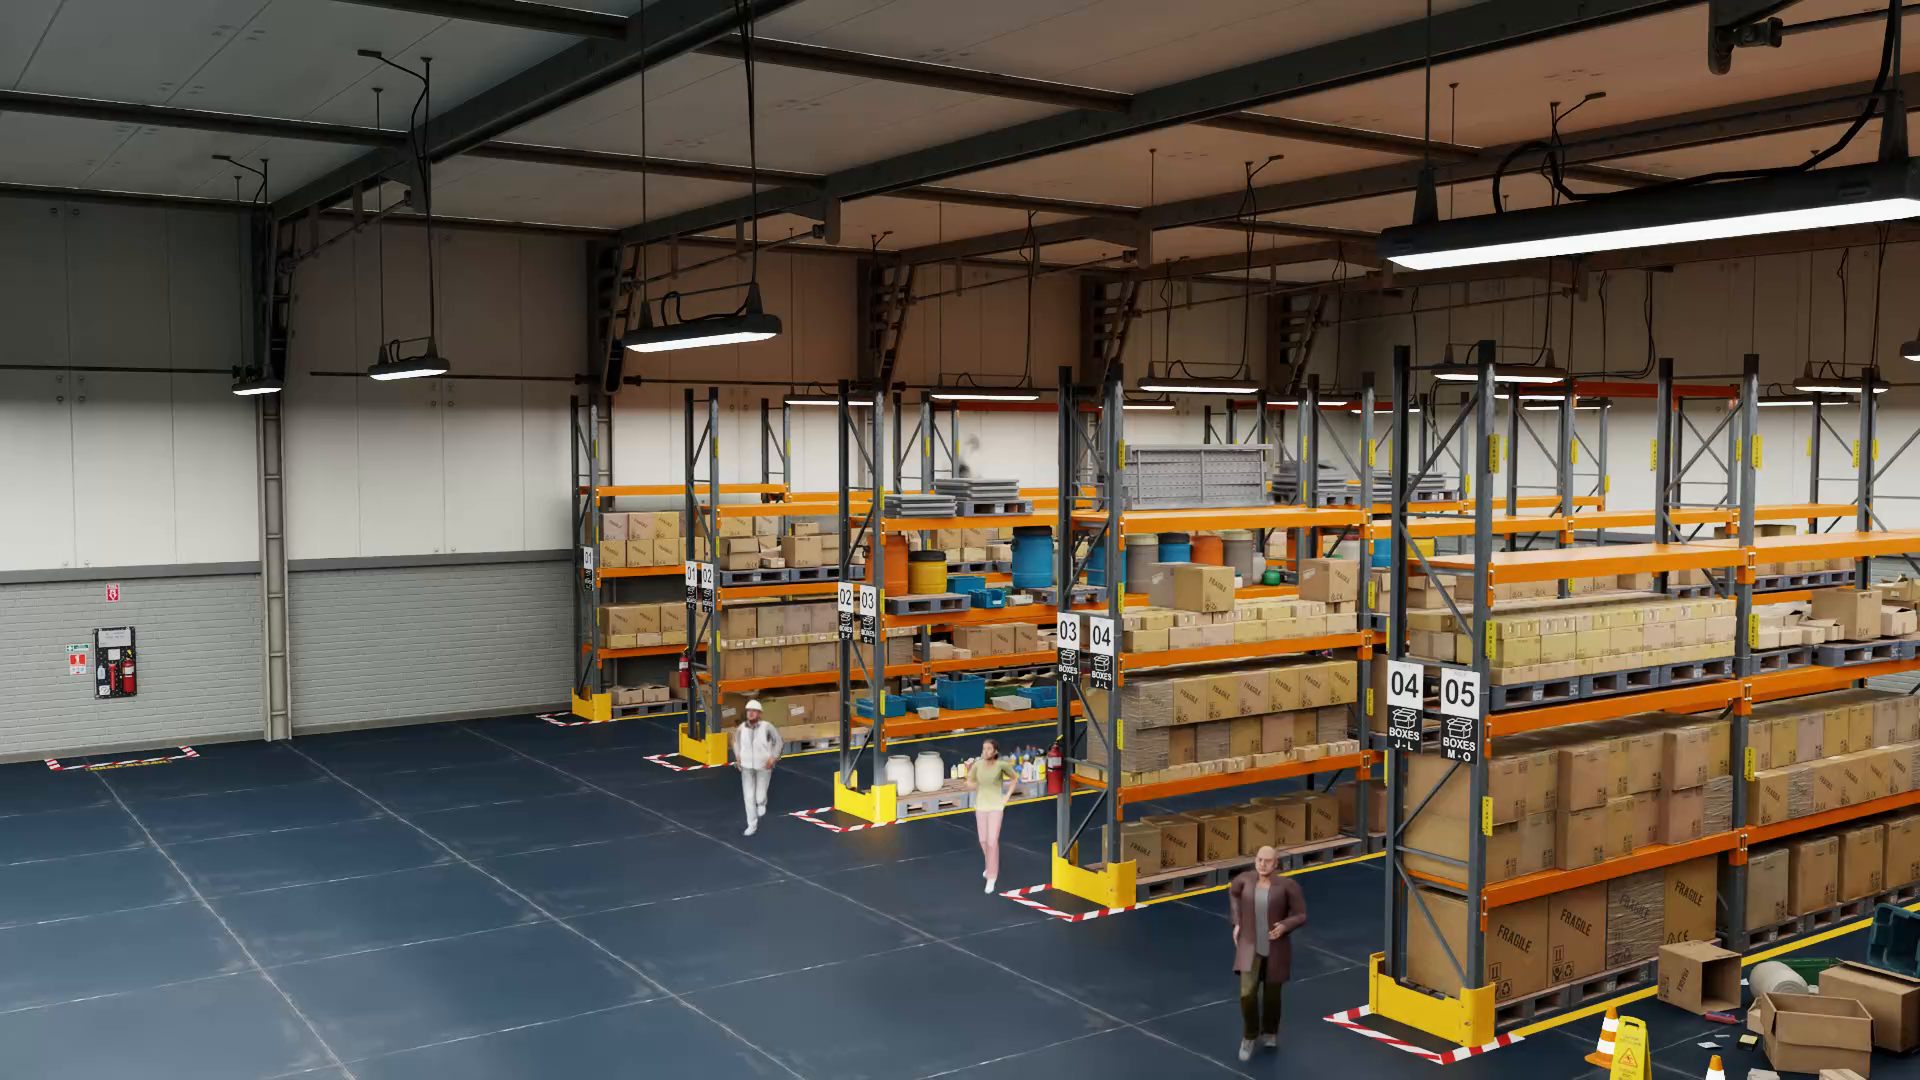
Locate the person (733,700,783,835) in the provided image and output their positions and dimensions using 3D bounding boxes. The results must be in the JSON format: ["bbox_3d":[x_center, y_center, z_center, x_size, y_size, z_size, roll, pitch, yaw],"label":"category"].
[{"bbox_3d":[-2.670,2.982,22.010,0.677,1.765,0.662,0,3,7],"label":"person"}]

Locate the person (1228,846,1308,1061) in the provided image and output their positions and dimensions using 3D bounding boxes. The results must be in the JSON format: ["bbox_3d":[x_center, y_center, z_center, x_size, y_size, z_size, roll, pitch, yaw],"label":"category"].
[{"bbox_3d":[2.550,3.458,13.891,0.694,1.819,0.802,1,4,17],"label":"person"}]

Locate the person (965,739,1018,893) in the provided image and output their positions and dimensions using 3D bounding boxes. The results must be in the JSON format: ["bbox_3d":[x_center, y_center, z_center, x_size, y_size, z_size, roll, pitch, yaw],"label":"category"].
[{"bbox_3d":[0.337,3.164,19.307,0.577,1.733,0.734,1,4,23],"label":"person"}]
